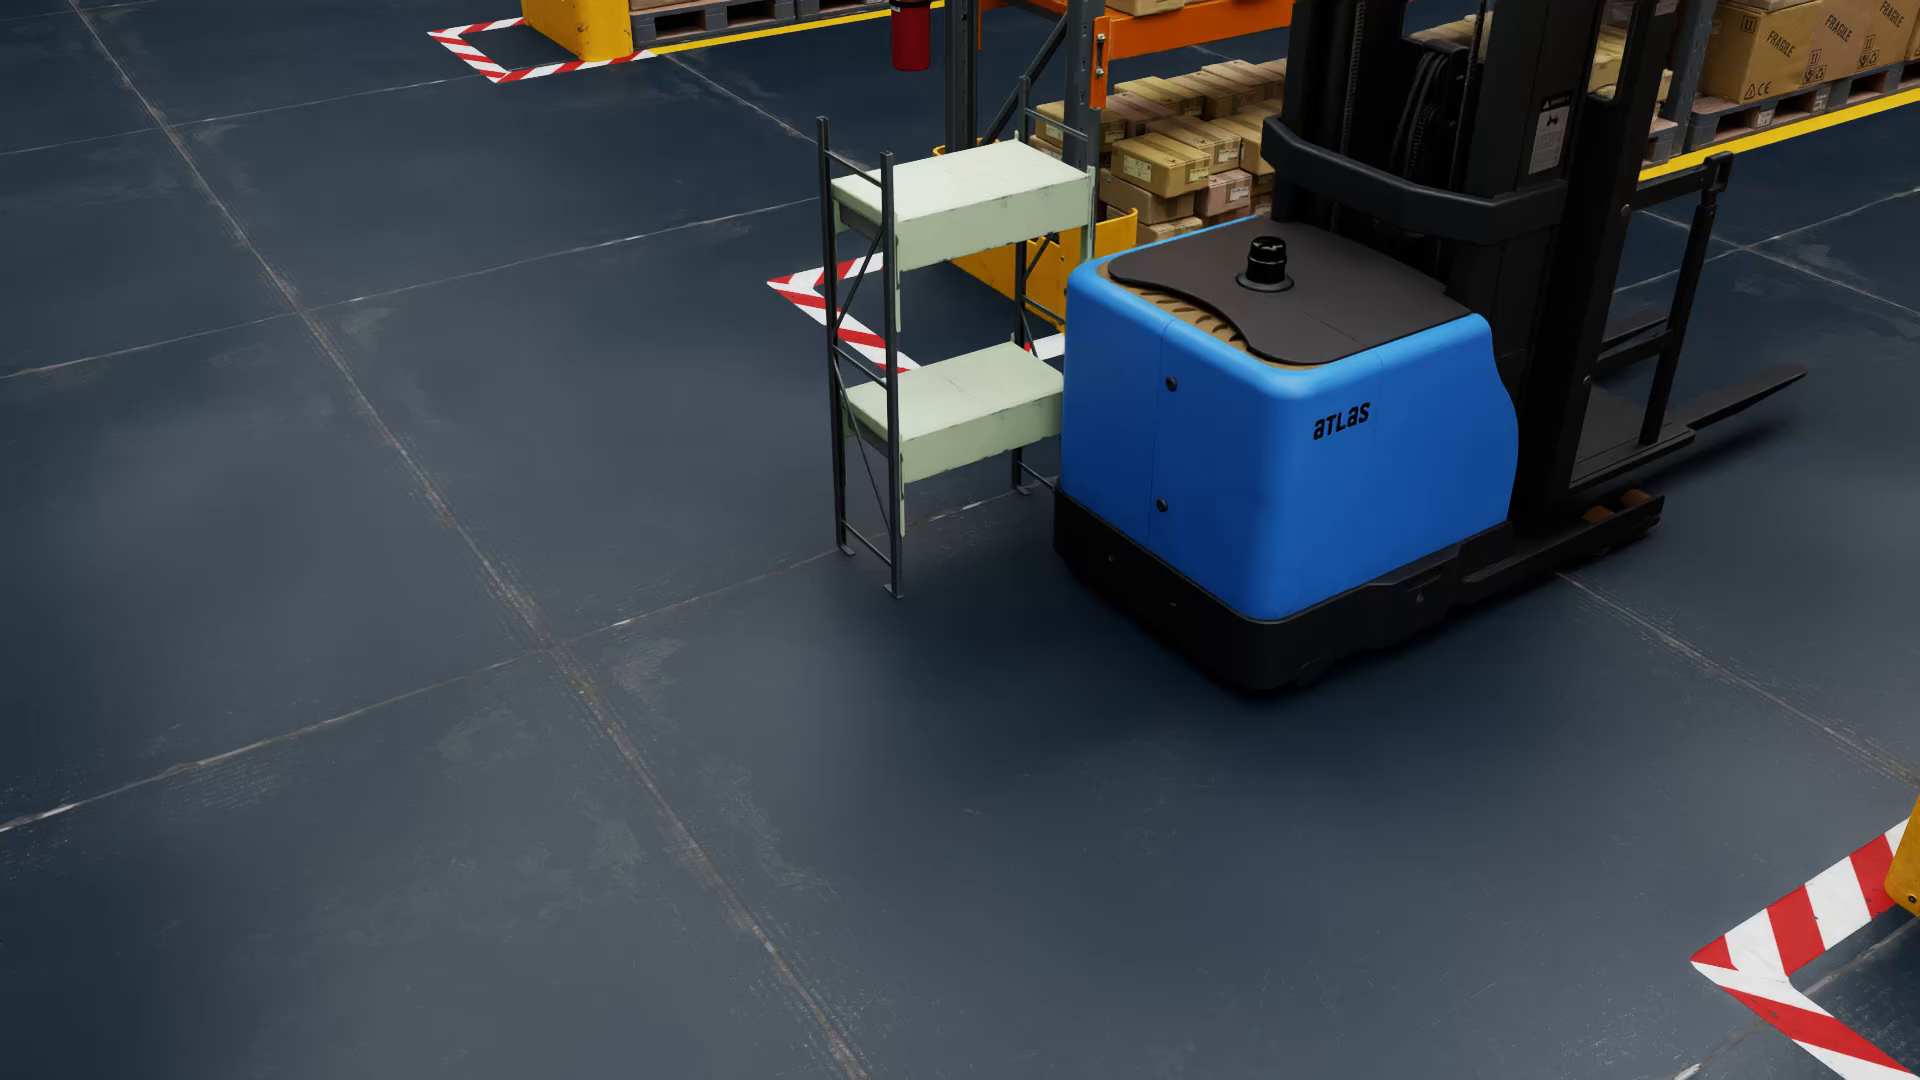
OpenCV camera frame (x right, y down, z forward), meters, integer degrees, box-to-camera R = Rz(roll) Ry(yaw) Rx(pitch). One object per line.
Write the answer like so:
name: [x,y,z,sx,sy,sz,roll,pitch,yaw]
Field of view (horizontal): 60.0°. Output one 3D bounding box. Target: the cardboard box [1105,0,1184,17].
cardboard box: [0.699,-2.254,6.747,0.250,0.149,0.380,-19,37,-28]

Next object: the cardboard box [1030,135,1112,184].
cardboard box: [0.538,-1.792,7.779,0.250,0.149,0.380,-20,37,-29]

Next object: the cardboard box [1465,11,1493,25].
cardboard box: [2.946,-2.734,8.993,0.250,0.149,0.380,-17,36,-25]

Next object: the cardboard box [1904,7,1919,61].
cardboard box: [5.688,-3.231,10.009,0.500,0.500,0.500,-21,38,-29]

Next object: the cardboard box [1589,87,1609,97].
cardboard box: [3.083,-2.265,8.529,0.250,0.149,0.380,-20,38,-29]

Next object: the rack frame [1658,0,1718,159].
rack frame: [3.611,-3.570,8.598,0.127,3.000,1.000,-19,37,-27]

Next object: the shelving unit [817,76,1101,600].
shelving unit: [-0.001,-0.638,5.356,0.755,1.500,0.431,-19,37,-28]

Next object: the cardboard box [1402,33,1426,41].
cardboard box: [2.295,-2.516,8.648,0.250,0.149,0.380,-18,37,-26]

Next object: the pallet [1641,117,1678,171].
pallet: [3.066,-2.181,9.009,1.213,0.211,1.003,-19,37,-27]

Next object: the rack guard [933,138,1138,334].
rack guard: [0.313,-1.378,7.467,0.348,0.500,1.175,-19,37,-27]

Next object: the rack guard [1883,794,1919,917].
rack guard: [2.832,0.904,3.849,0.348,0.500,1.175,-19,37,-27]

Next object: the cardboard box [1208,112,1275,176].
cardboard box: [1.322,-1.785,7.490,0.250,0.149,0.380,-19,37,-27]

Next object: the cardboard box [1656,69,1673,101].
cardboard box: [3.519,-2.434,8.797,0.250,0.149,0.380,-18,37,-26]

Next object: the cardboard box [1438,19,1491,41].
cardboard box: [2.760,-2.639,8.842,0.250,0.149,0.380,-20,37,-28]

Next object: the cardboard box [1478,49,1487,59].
cardboard box: [2.794,-2.367,8.412,0.250,0.149,0.380,-18,36,-26]

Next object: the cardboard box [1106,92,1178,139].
cardboard box: [0.799,-1.951,7.752,0.250,0.149,0.380,-18,37,-26]

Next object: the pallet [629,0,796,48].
pallet: [-1.888,-3.691,11.404,1.213,0.211,1.003,-19,37,-27]

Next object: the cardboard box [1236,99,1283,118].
cardboard box: [1.485,-1.894,7.662,0.250,0.149,0.380,-21,38,-30]

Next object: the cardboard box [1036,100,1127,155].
cardboard box: [0.557,-1.904,7.677,0.250,0.149,0.380,-19,37,-27]

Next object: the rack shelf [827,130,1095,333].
rack shelf: [-0.001,-0.968,5.148,0.720,0.370,0.431,-19,37,-28]

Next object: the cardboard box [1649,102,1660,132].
cardboard box: [3.466,-2.276,8.825,0.250,0.149,0.380,-18,37,-27]

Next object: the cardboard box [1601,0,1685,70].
cardboard box: [4.097,-3.017,9.671,0.500,0.500,0.500,-20,37,-28]

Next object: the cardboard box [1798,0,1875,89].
cardboard box: [4.820,-2.939,9.546,0.500,0.500,0.500,-17,36,-25]

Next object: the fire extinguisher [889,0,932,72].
fire extinguisher: [-0.212,-2.357,7.098,0.183,0.674,0.296,-19,37,-27]

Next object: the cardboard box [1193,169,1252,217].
cardboard box: [1.090,-1.602,7.477,0.250,0.149,0.380,-19,37,-27]

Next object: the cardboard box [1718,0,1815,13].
cardboard box: [4.376,-3.103,9.104,0.500,0.250,0.500,-21,38,-29]

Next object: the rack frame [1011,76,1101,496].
rack frame: [0.305,-0.746,5.527,0.023,1.500,0.400,-19,37,-28]

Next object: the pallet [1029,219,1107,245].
pallet: [1.015,-1.475,7.891,1.213,0.211,1.003,-19,37,-27]

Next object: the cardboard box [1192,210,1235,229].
cardboard box: [1.039,-1.506,7.604,0.250,0.149,0.380,-19,37,-27]

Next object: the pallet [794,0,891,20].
pallet: [-0.863,-4.042,11.959,1.213,0.211,1.003,-19,37,-27]

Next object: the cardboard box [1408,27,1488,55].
cardboard box: [2.553,-2.553,8.706,0.250,0.149,0.380,-20,37,-28]

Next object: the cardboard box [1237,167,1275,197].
cardboard box: [1.247,-1.712,7.652,0.250,0.149,0.380,-18,37,-27]

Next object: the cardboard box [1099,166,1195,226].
cardboard box: [0.829,-1.548,7.392,0.250,0.149,0.380,-17,36,-25]

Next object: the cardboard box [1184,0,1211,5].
cardboard box: [0.891,-2.346,6.893,0.250,0.149,0.380,-18,36,-26]

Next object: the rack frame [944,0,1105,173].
rack frame: [0.249,-2.414,6.765,0.127,3.000,1.000,-19,37,-27]

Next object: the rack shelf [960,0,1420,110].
rack shelf: [1.930,-2.688,7.873,4.000,0.370,1.077,-19,37,-27]

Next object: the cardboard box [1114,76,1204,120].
cardboard box: [0.948,-2.083,7.961,0.250,0.149,0.380,-20,37,-28]

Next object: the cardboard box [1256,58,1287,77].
cardboard box: [1.677,-2.258,8.239,0.250,0.149,0.380,-20,38,-29]

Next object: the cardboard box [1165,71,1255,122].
cardboard box: [1.200,-2.129,8.034,0.250,0.149,0.380,-21,38,-29]

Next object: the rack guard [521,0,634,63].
rack guard: [-2.538,-3.540,10.893,0.348,0.500,1.175,-19,37,-27]

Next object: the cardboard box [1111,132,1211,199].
cardboard box: [0.874,-1.636,7.253,0.250,0.149,0.380,-21,38,-29]

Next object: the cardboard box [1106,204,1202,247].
cardboard box: [0.863,-1.393,7.426,0.250,0.149,0.380,-18,37,-26]

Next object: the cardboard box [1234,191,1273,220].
cardboard box: [1.244,-1.581,7.723,0.250,0.149,0.380,-19,37,-27]

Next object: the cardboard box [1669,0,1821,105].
cardboard box: [4.376,-2.785,9.303,0.500,0.500,0.500,-17,36,-25]

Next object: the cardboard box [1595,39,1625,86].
cardboard box: [3.260,-2.482,8.594,0.250,0.149,0.380,-18,37,-27]

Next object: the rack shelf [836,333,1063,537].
rack shelf: [-0.001,-0.363,5.530,0.720,0.370,0.431,-19,37,-28]

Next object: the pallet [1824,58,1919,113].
pallet: [5.291,-2.971,10.262,1.213,0.211,1.003,-19,37,-27]

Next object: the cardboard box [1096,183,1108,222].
cardboard box: [0.579,-1.631,7.803,0.250,0.149,0.380,-18,37,-26]

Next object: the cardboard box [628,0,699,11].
cardboard box: [-2.017,-3.934,11.183,0.875,0.438,0.875,-20,38,-29]

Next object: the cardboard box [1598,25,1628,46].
cardboard box: [3.453,-2.574,8.740,0.250,0.149,0.380,-18,36,-26]

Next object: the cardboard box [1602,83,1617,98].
cardboard box: [3.298,-2.350,8.664,0.250,0.149,0.380,-21,38,-29]

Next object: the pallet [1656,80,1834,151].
pallet: [4.265,-2.616,9.700,1.213,0.211,1.003,-19,37,-27]

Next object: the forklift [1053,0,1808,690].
forklift: [1.816,-1.400,5.222,3.031,2.935,1.130,-20,37,-28]

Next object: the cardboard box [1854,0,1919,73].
cardboard box: [5.253,-3.096,9.796,0.500,0.500,0.500,-18,37,-26]

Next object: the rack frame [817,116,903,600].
rack frame: [-0.306,-0.531,5.186,0.023,1.500,0.400,-19,37,-28]

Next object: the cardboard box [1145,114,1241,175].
cardboard box: [1.040,-1.770,7.465,0.250,0.149,0.380,-18,37,-26]

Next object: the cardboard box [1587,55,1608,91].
cardboard box: [3.055,-2.407,8.475,0.250,0.149,0.380,-19,37,-28]

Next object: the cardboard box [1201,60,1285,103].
cardboard box: [1.396,-2.232,8.197,0.250,0.149,0.380,-18,36,-26]
